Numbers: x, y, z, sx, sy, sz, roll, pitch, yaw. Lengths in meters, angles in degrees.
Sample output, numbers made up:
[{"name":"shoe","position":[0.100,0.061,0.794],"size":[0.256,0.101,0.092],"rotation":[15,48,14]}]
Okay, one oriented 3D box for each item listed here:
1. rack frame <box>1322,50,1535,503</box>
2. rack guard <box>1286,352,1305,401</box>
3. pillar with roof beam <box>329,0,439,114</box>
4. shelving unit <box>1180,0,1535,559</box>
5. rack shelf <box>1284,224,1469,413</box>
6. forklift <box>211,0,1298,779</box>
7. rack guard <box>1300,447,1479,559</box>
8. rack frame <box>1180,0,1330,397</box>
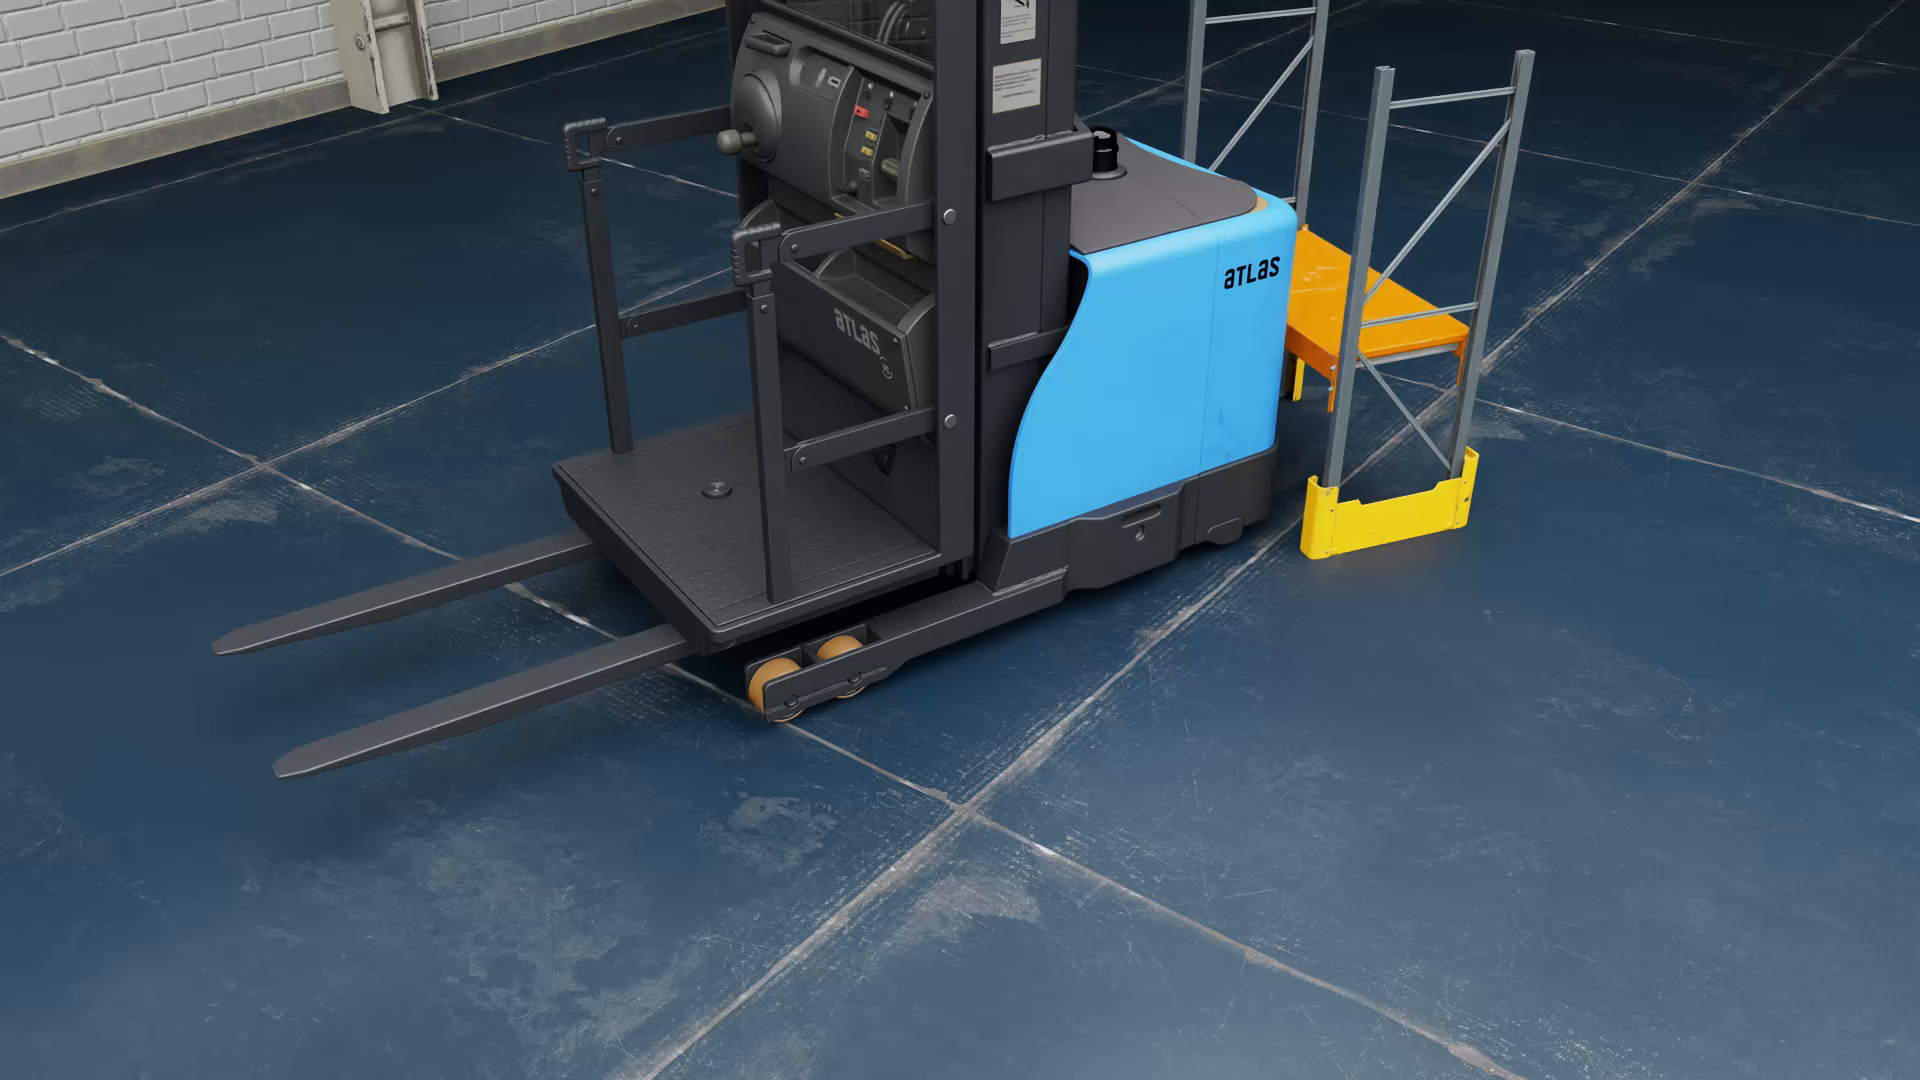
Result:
[{"name":"rack frame","position":[1.345,-0.656,4.886],"size":[0.500,1.500,0.032],"rotation":[-12,33,-19]},{"name":"rack guard","position":[0.975,-0.591,6.001],"size":[0.587,0.250,0.087],"rotation":[-12,33,-19]},{"name":"pillar with roof beam","position":[0.213,-5.042,4.930],"size":[9.100,9.000,0.400],"rotation":[21,37,31]},{"name":"shelving unit","position":[1.160,-0.892,5.285],"size":[0.587,1.500,1.083],"rotation":[-12,33,-19]},{"name":"rack shelf","position":[1.156,-0.742,5.384],"size":[0.538,0.185,1.000],"rotation":[-12,33,-19]},{"name":"forklift","position":[-0.519,-1.084,4.204],"size":[3.031,2.935,1.130],"rotation":[-19,35,-29]},{"name":"rack guard","position":[1.344,-0.119,5.206],"size":[0.587,0.250,0.087],"rotation":[-12,33,-19]},{"name":"rack frame","position":[0.968,-1.137,5.698],"size":[0.500,1.500,0.032],"rotation":[-12,33,-19]}]
